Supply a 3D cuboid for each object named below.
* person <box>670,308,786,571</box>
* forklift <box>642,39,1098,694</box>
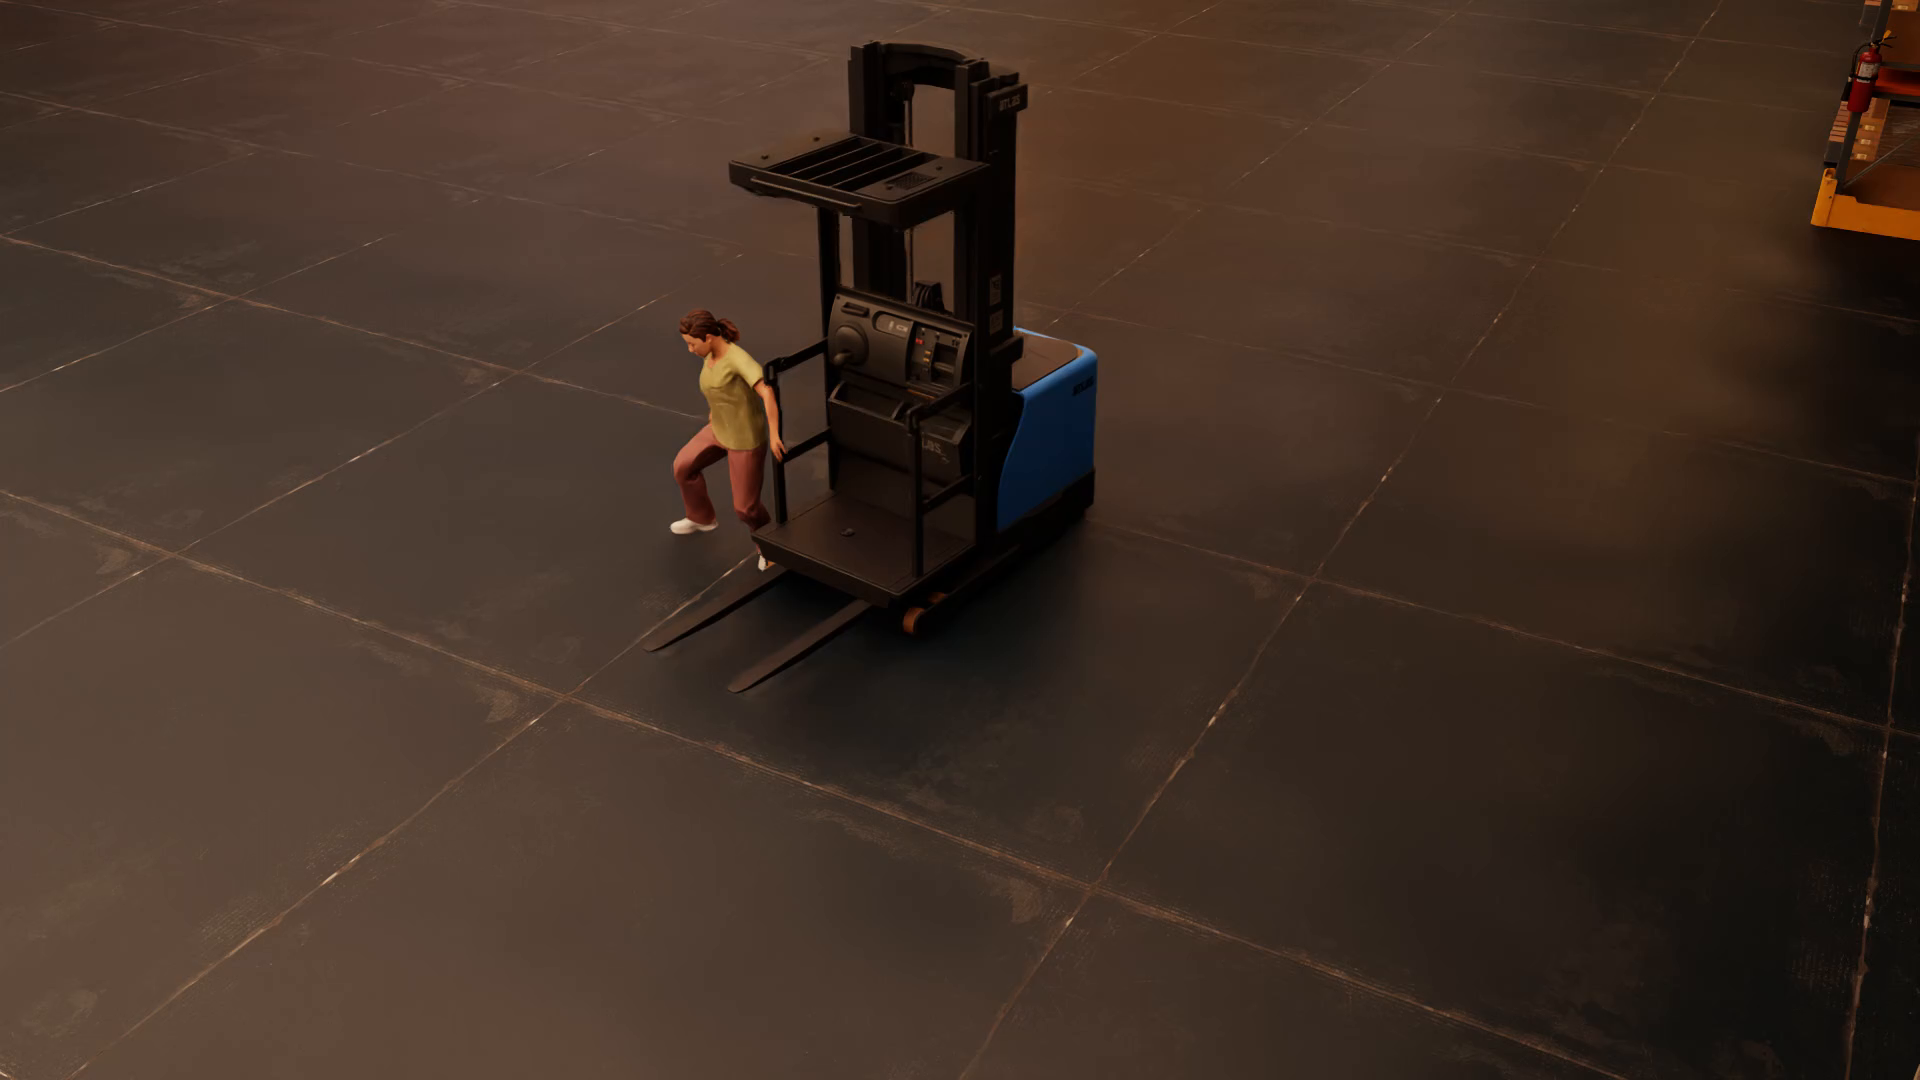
[{"bbox_3d":[-1.276,-0.564,9.416,0.491,1.606,1.046,-23,37,-34],"label":"person"},{"bbox_3d":[-0.462,-1.019,8.837,1.130,2.935,3.031,21,36,32],"label":"forklift"}]
